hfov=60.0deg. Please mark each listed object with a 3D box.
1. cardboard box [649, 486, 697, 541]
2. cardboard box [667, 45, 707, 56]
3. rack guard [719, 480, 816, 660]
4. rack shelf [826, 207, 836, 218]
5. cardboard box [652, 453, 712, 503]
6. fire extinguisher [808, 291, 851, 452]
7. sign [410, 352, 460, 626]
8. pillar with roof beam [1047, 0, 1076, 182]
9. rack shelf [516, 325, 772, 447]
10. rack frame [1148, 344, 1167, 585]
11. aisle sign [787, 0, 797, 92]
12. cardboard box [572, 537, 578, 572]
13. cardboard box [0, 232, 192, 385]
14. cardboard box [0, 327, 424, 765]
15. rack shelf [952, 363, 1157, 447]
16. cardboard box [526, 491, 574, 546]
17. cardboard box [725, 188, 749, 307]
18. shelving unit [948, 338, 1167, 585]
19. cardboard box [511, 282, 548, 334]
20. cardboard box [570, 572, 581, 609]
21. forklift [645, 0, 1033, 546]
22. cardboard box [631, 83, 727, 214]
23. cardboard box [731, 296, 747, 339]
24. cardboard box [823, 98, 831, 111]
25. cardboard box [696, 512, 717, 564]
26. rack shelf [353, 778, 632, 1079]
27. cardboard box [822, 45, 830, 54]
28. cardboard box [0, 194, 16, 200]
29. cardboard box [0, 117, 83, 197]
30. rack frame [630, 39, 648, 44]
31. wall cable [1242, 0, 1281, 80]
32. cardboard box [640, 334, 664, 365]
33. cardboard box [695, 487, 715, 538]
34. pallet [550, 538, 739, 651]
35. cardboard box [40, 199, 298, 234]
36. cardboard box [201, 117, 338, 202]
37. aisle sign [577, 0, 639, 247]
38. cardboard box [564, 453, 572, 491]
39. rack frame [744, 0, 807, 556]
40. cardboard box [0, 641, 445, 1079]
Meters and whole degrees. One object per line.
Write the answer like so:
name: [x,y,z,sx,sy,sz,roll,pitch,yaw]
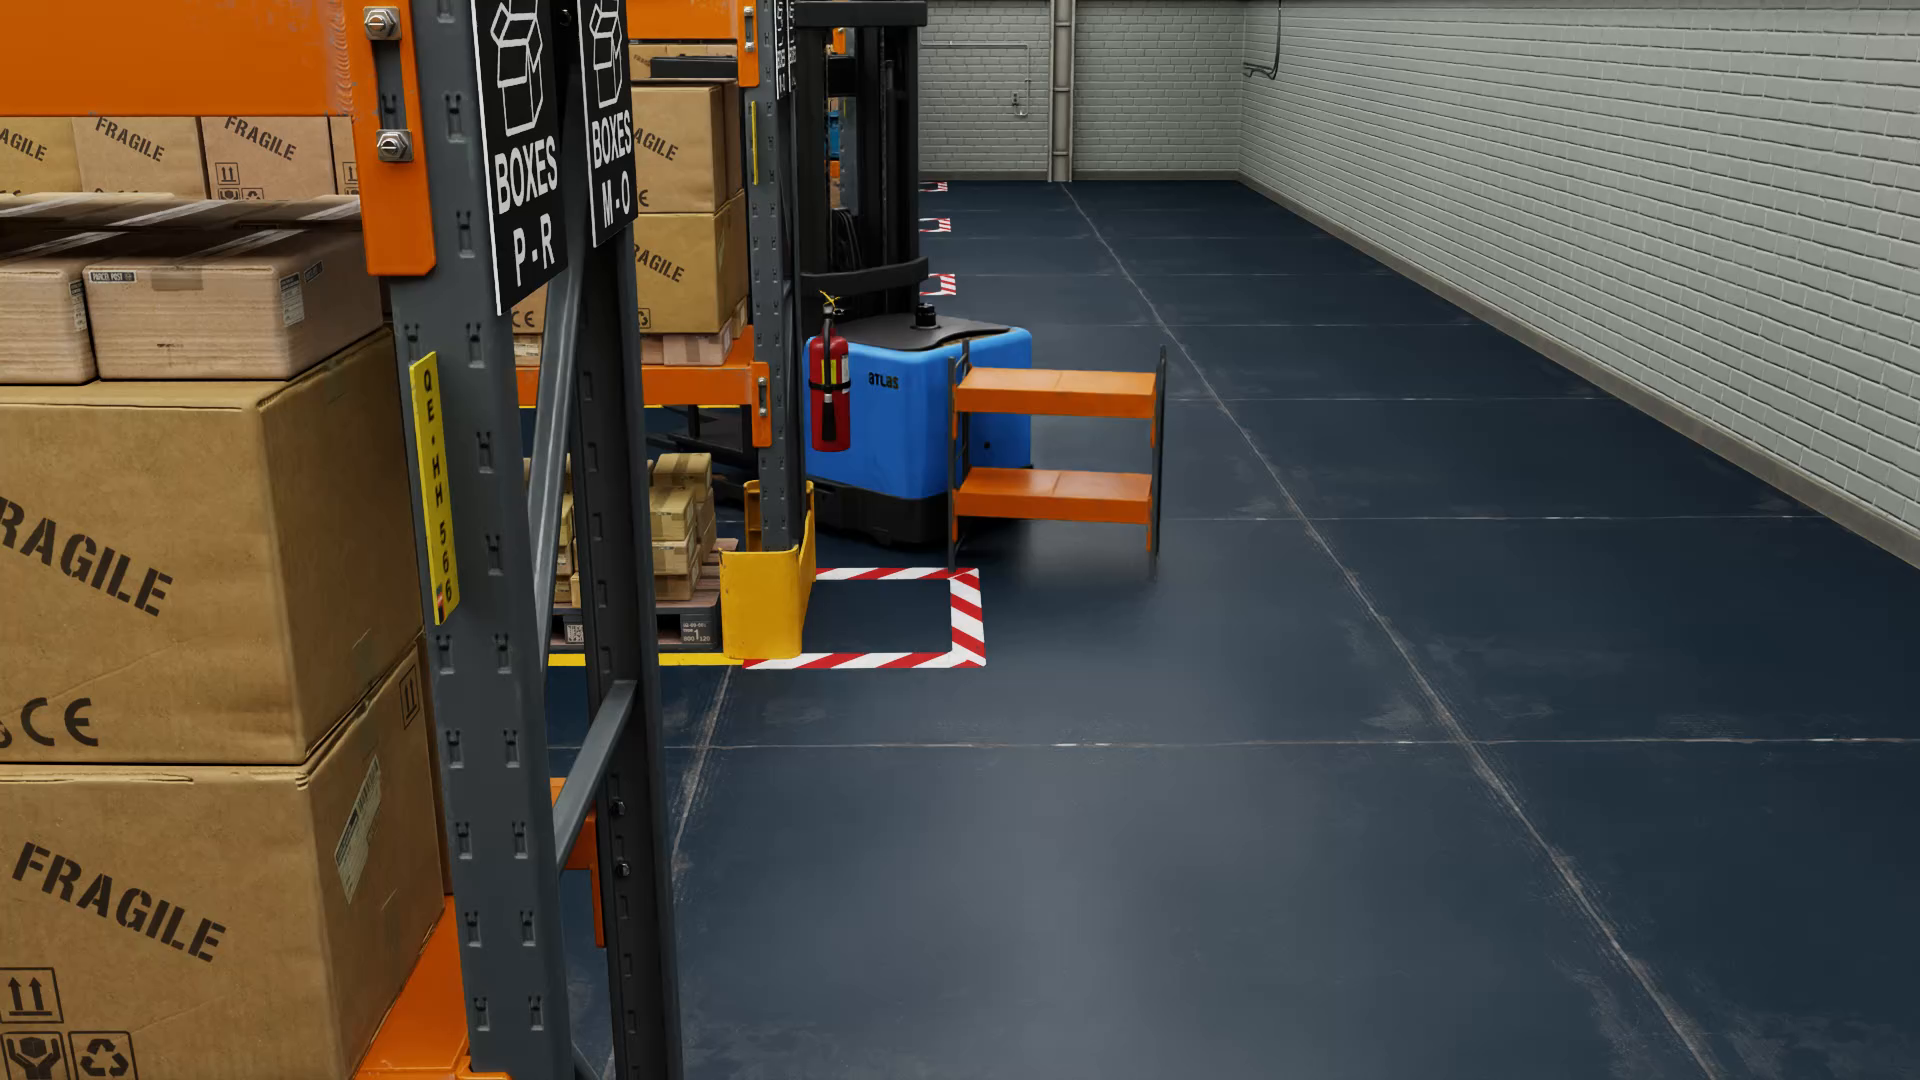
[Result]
cardboard box: [-1.344,-0.122,7.522,0.250,0.149,0.380,0,18,0]
cardboard box: [-3.443,-6.043,21.173,0.500,0.500,0.500,-1,18,-2]
rack guard: [-0.895,0.115,7.872,0.348,0.500,1.175,0,18,-1]
rack shelf: [-2.796,-2.239,12.294,4.000,0.370,1.077,0,18,-1]
cardboard box: [-1.348,-0.303,8.087,0.250,0.149,0.380,-1,18,-3]
fire extinguisher: [-0.560,-0.722,7.124,0.183,0.674,0.296,0,18,-1]
sign: [-0.645,-0.063,2.050,0.005,0.325,0.100,0,18,-1]
pillar with roof beam: [1.723,-8.949,22.212,0.400,9.000,9.100,0,18,-1]
rack shelf: [-2.819,-0.724,7.571,4.000,0.370,1.077,0,18,-1]
rack frame: [0.999,-0.384,8.404,0.032,1.125,0.500,3,18,9]
aisle sign: [-0.751,-2.406,7.380,0.004,0.787,0.394,0,18,-1]
cardboard box: [-1.604,0.015,7.584,0.250,0.149,0.380,-1,18,-2]
cardboard box: [-1.249,-0.326,2.290,0.250,0.149,0.380,0,18,0]
cardboard box: [-1.118,-0.013,2.378,0.500,0.500,0.500,0,18,1]
rack shelf: [0.497,-0.688,8.391,1.000,0.278,0.538,3,18,9]
cardboard box: [-1.853,-0.098,7.448,0.250,0.149,0.380,-1,18,-2]
cardboard box: [-1.272,-1.347,7.686,0.500,0.500,0.500,1,18,2]
shelving unit: [0.497,-0.409,8.480,1.048,1.125,0.538,3,18,9]
cardboard box: [-1.779,-1.183,7.175,0.500,0.500,0.500,-1,18,-2]
cardboard box: [-1.598,0.180,7.555,0.250,0.149,0.380,0,18,1]
forklift: [-1.032,-1.719,9.608,3.031,2.935,1.130,15,23,38]
cardboard box: [-1.273,-1.663,7.034,0.500,0.500,0.500,-1,18,-2]
cardboard box: [-1.148,-1.055,7.836,0.250,0.149,0.380,0,18,-1]
cardboard box: [-1.911,-5.576,21.354,0.500,0.500,0.500,0,18,0]
cardboard box: [-1.348,-0.014,8.159,0.250,0.149,0.380,0,18,0]
rack shelf: [-2.640,0.788,2.859,4.000,0.370,1.077,0,18,-1]
cardboard box: [-1.895,-6.052,21.202,0.500,0.500,0.500,0,18,1]
cardboard box: [-1.785,-0.484,2.783,0.250,0.149,0.380,-1,18,-3]
cardboard box: [-3.845,-1.657,7.014,0.500,0.500,0.500,-1,18,-3]
rack frame: [-5.030,-7.110,26.303,0.127,3.000,1.000,0,18,-1]
wall cable: [4.630,-8.426,25.665,0.112,2.526,3.097,0,18,-1]
cardboard box: [-1.390,-0.879,7.287,0.250,0.149,0.380,0,18,-1]
cardboard box: [-1.347,-0.136,8.053,0.250,0.149,0.380,0,18,1]
pallet: [-1.708,0.245,7.937,1.213,0.211,1.003,0,18,-1]
cardboard box: [-1.260,-0.457,2.699,0.250,0.149,0.380,0,18,0]
cardboard box: [-2.828,-1.652,6.999,0.500,0.500,0.500,-1,18,-3]
aisle sign: [-0.572,-0.891,2.660,0.004,0.787,0.394,0,18,-1]
cardboard box: [-1.876,-0.303,8.086,0.250,0.149,0.380,0,18,-1]
rack frame: [-0.819,-1.076,7.491,0.127,3.000,1.000,0,18,-1]
cardboard box: [-1.118,0.471,2.505,0.500,0.500,0.500,0,18,-1]
